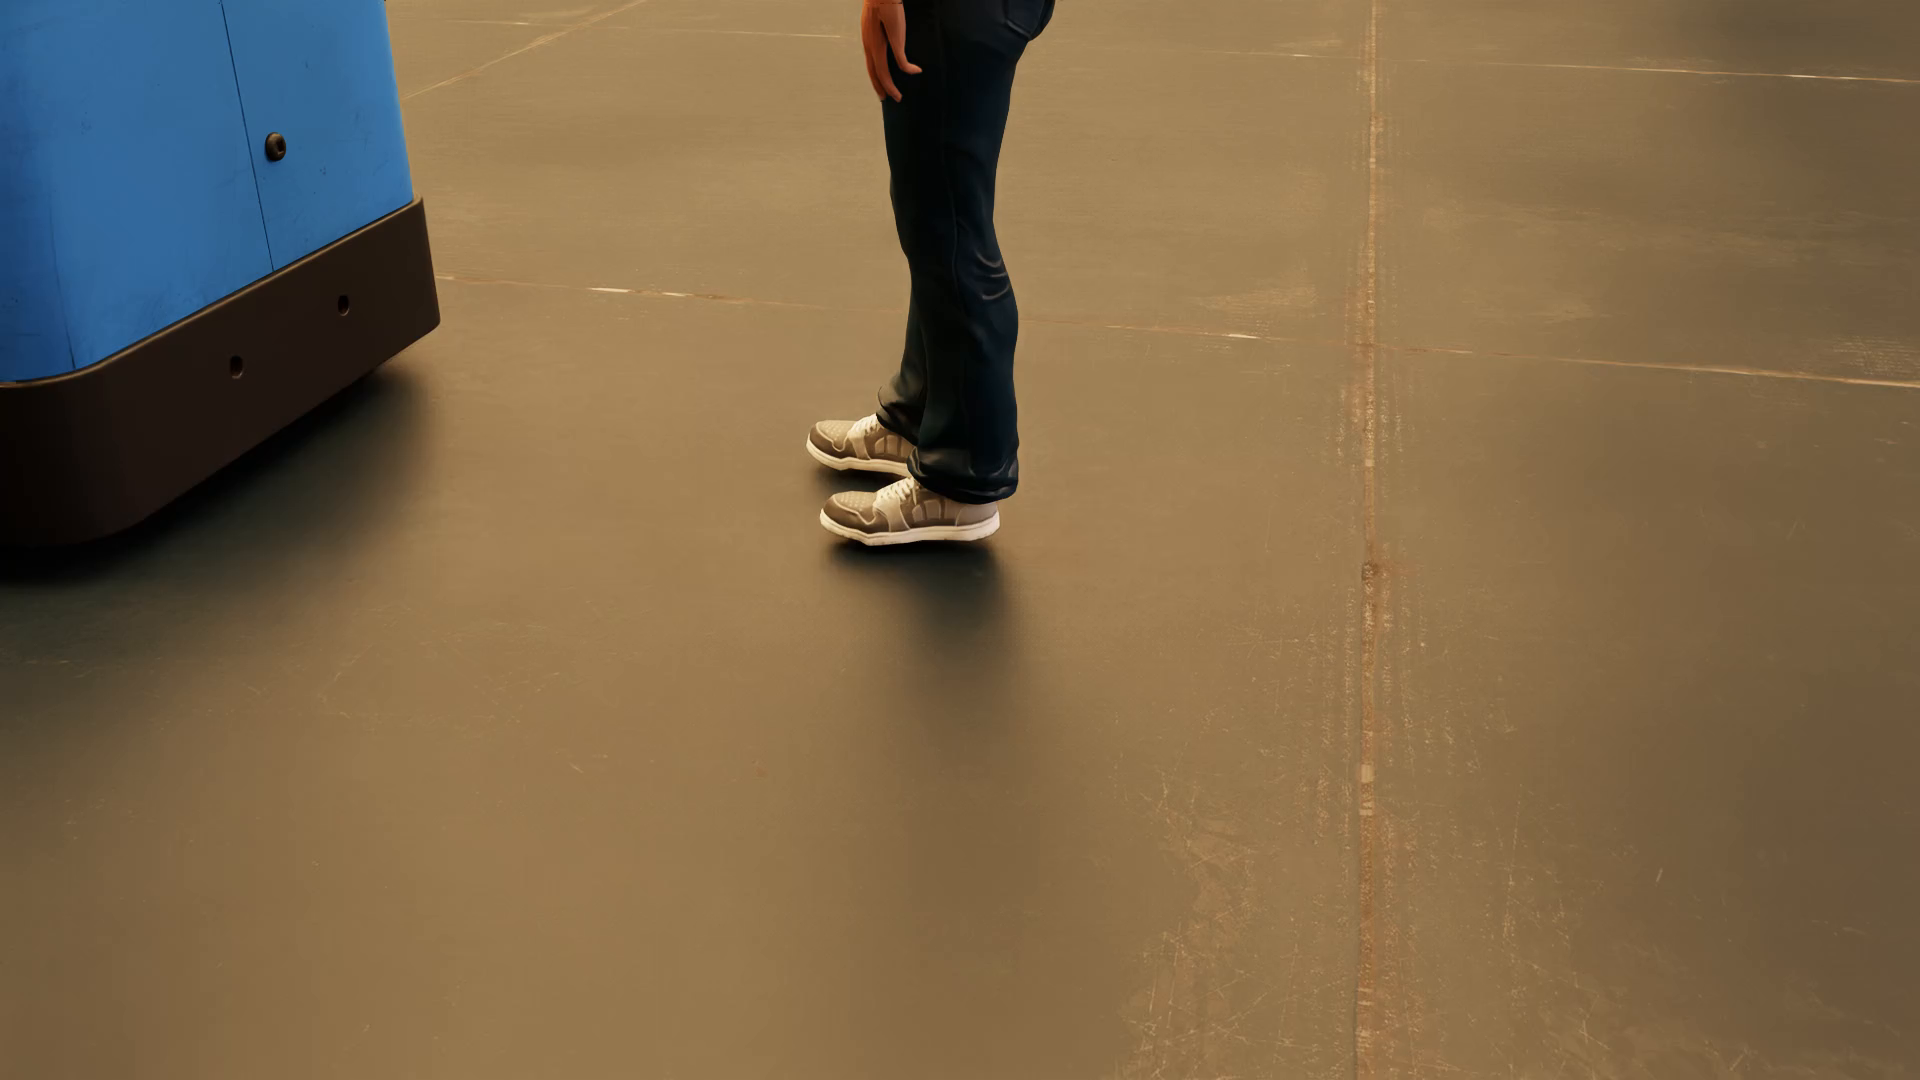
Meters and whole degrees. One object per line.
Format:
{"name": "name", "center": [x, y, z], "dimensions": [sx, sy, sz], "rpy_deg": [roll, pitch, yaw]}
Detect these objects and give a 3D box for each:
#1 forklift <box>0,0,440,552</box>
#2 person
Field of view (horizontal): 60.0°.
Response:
{"name": "forklift", "center": [-2.558, -1.609, 2.436], "dimensions": [3.031, 2.935, 1.130], "rpy_deg": [6, 27, 12]}
{"name": "person", "center": [-0.070, -0.733, 2.164], "dimensions": [0.473, 1.599, 0.521], "rpy_deg": [6, 27, 11]}
